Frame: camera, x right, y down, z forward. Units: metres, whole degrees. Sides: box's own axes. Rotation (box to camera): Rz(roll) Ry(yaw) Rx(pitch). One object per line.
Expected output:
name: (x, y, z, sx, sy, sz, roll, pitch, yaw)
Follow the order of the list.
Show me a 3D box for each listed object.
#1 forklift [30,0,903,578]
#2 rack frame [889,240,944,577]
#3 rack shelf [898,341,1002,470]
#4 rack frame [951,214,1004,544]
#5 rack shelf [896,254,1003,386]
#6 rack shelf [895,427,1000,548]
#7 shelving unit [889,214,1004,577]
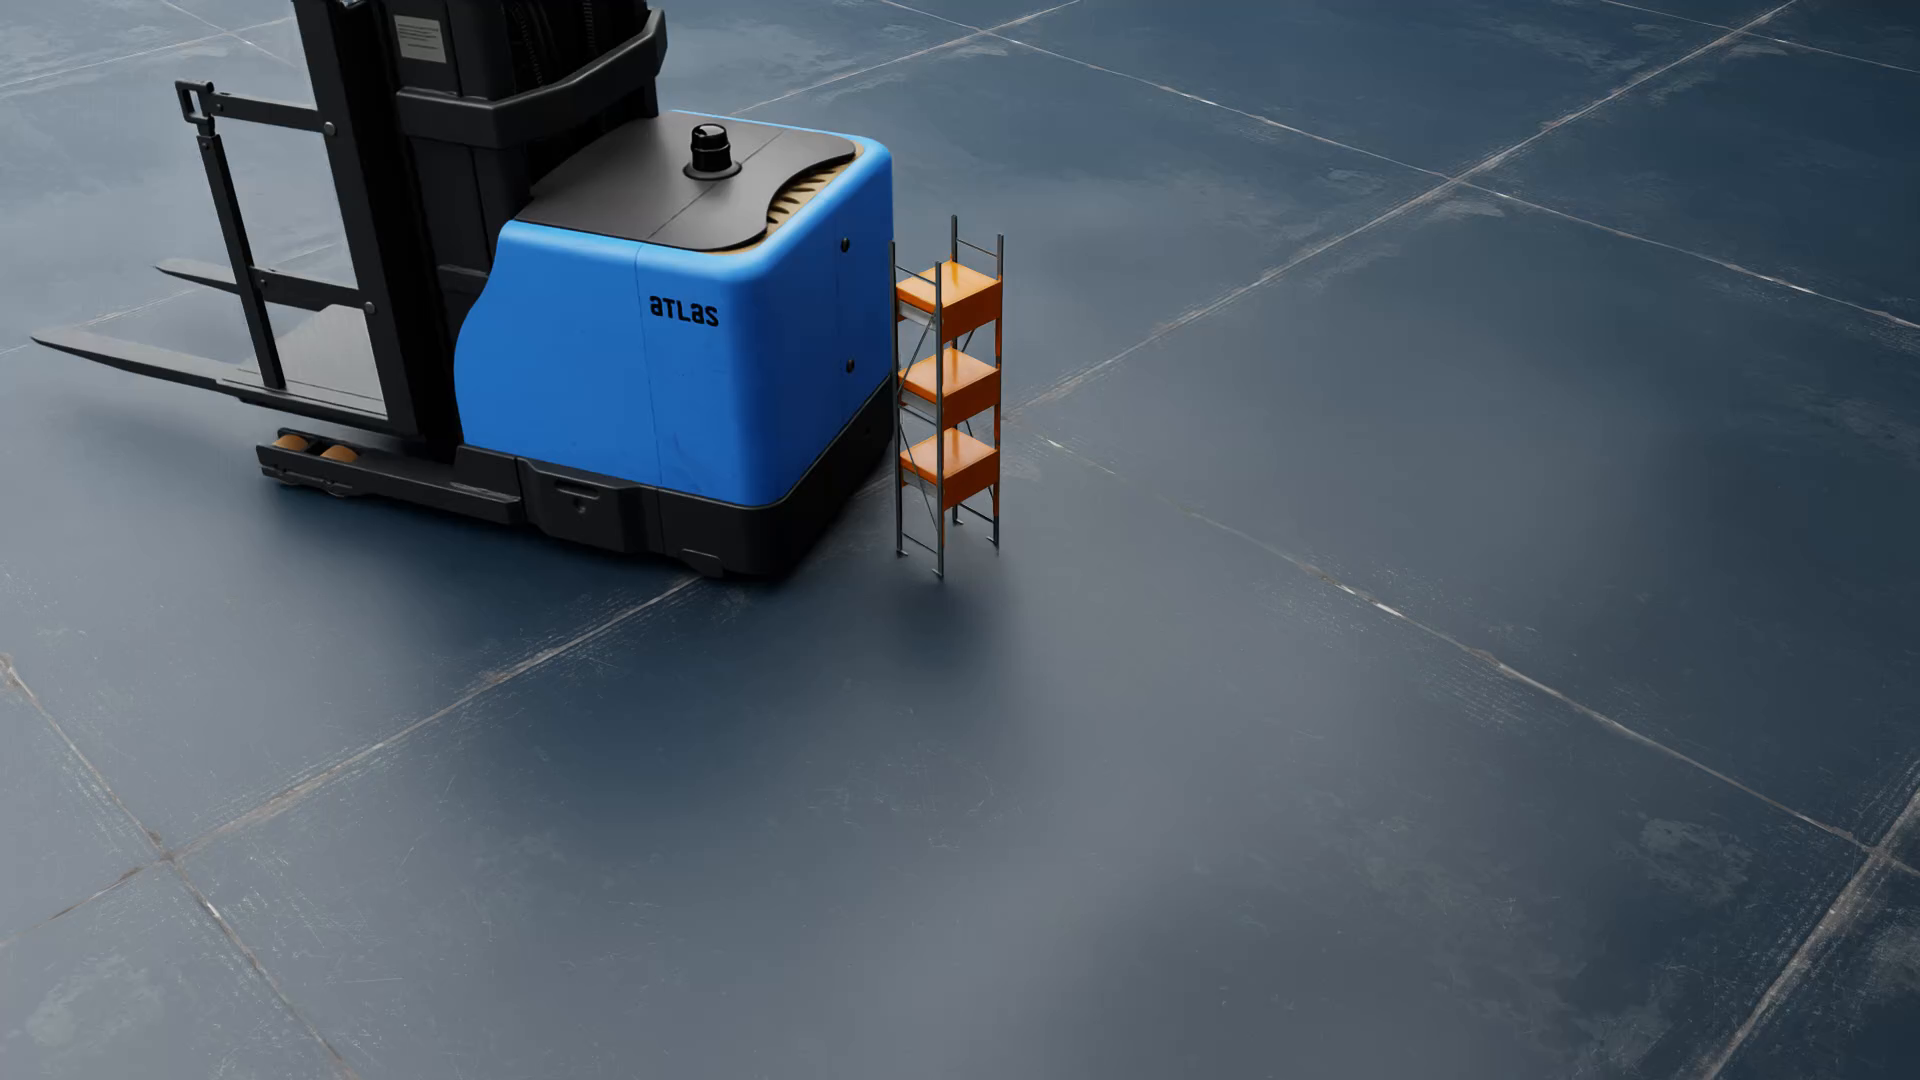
forklift: (-1.768, -1.610, 4.996, 3.031, 2.935, 1.130, 12, 37, 17)
rack frame: (-0.124, -0.359, 4.848, 0.200, 1.050, 0.008, 30, 45, 35)
rack shelf: (-0.038, -0.400, 4.925, 0.215, 0.259, 0.240, 30, 45, 35)
rack frame: (0.048, -0.458, 4.990, 0.200, 1.050, 0.008, 30, 45, 35)
rack shelf: (-0.038, -0.633, 4.762, 0.215, 0.259, 0.240, 30, 45, 35)
rack shelf: (-0.038, -0.172, 5.084, 0.215, 0.259, 0.240, 30, 45, 35)
shelving unit: (-0.038, -0.409, 4.919, 0.215, 1.050, 0.252, 30, 45, 35)
